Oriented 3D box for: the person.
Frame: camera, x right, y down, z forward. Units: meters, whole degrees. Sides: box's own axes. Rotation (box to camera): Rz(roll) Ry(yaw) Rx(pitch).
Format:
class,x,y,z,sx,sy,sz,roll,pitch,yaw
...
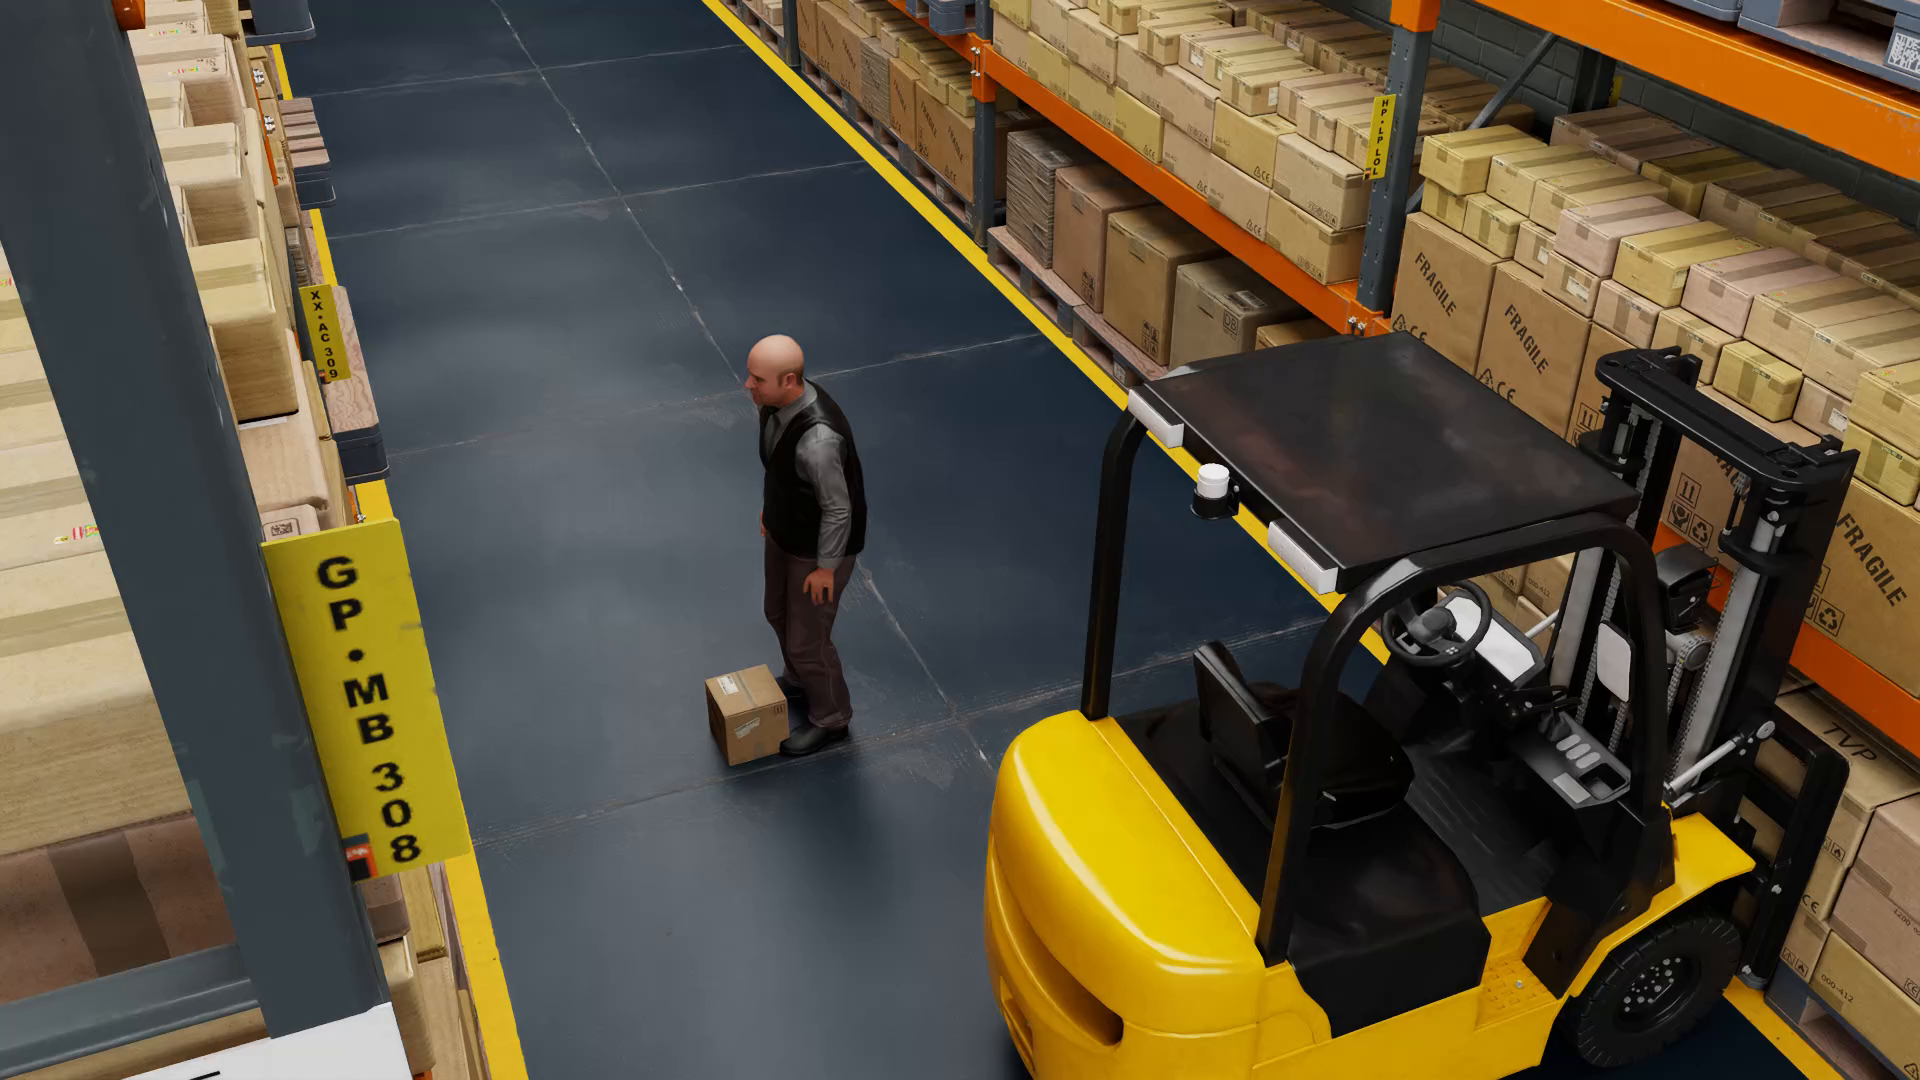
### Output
class,x,y,z,sx,sy,sz,roll,pitch,yaw
person,-0.566,0.002,6.161,0.422,1.719,0.581,-15,36,-21
